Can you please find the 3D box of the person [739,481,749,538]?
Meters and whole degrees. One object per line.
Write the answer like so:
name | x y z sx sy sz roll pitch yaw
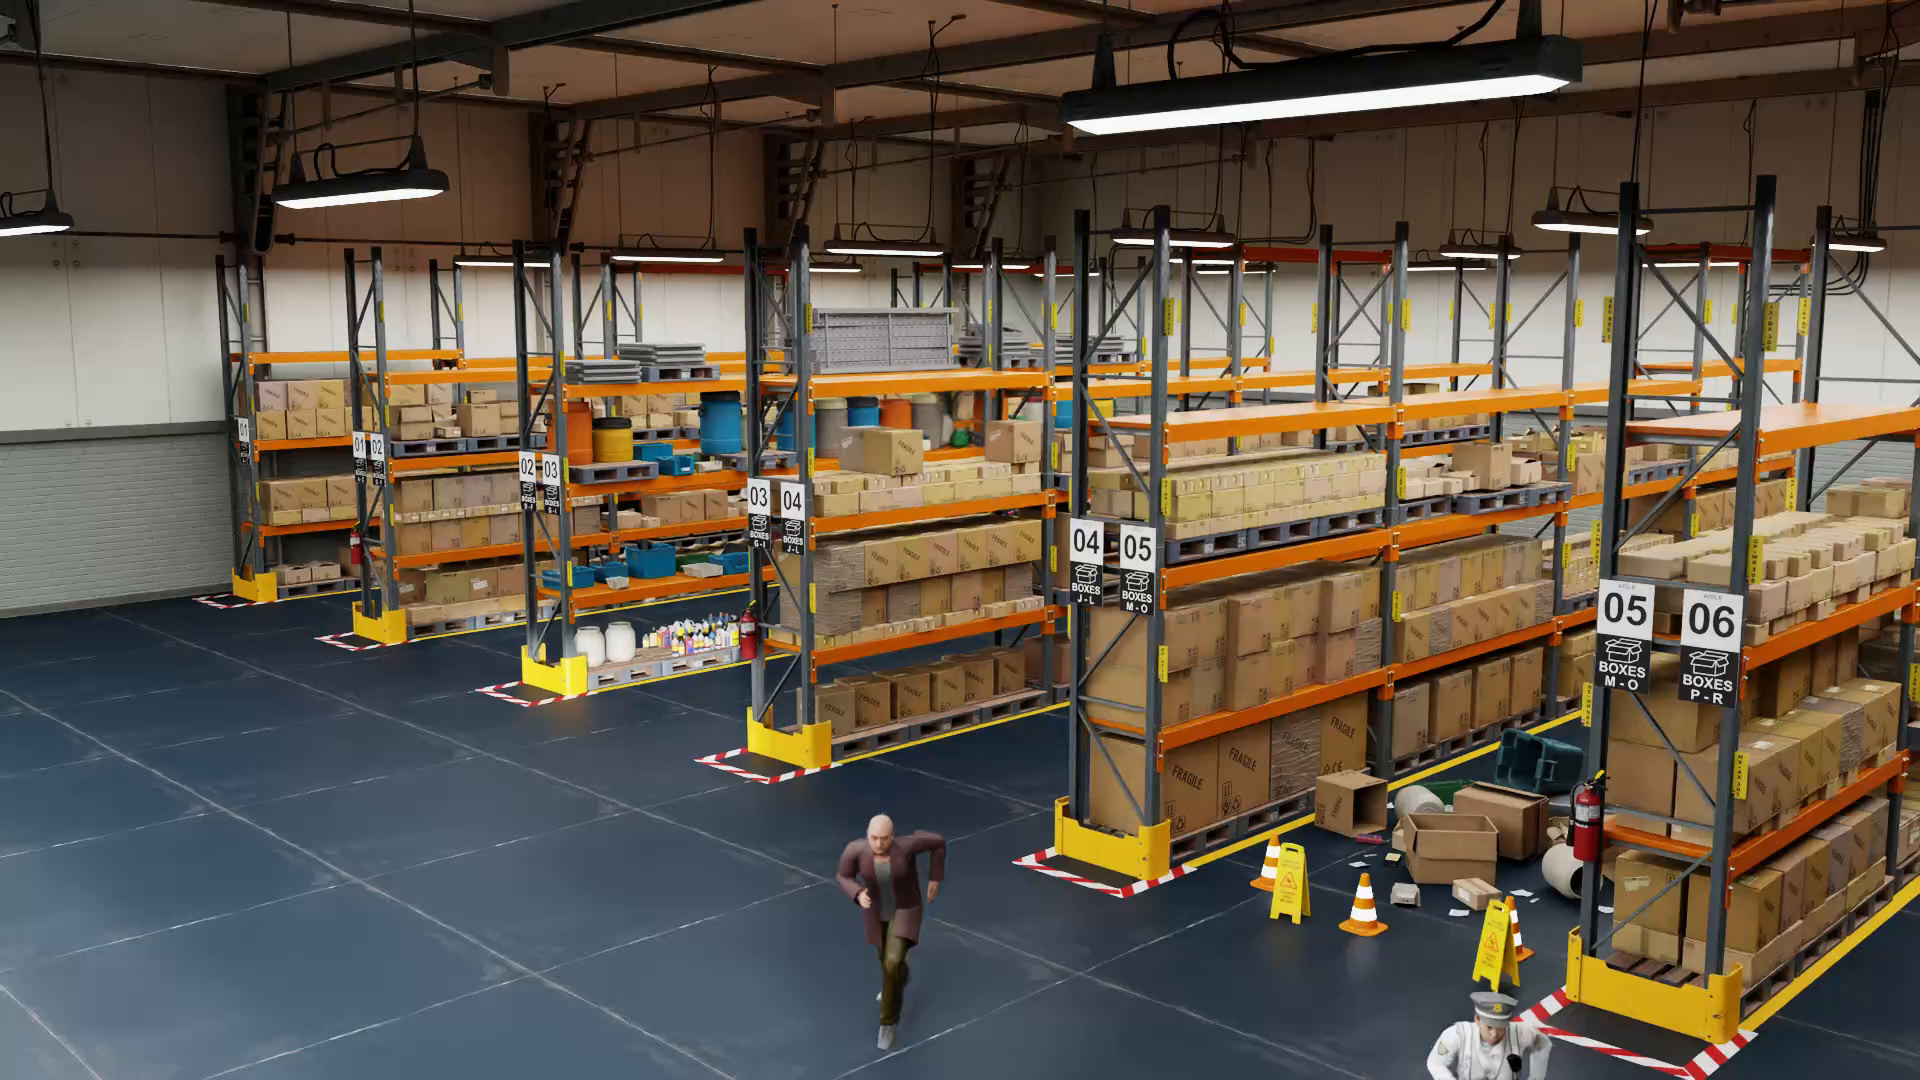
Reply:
person | -4.330 -0.561 34.298 0.633 1.730 0.719 6 10 37

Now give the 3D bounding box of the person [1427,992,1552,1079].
person | 2.871 3.124 9.126 0.653 1.627 0.978 1 8 9

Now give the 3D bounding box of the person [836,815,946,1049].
person | -0.470 2.700 11.875 0.753 1.738 1.072 1 8 8
